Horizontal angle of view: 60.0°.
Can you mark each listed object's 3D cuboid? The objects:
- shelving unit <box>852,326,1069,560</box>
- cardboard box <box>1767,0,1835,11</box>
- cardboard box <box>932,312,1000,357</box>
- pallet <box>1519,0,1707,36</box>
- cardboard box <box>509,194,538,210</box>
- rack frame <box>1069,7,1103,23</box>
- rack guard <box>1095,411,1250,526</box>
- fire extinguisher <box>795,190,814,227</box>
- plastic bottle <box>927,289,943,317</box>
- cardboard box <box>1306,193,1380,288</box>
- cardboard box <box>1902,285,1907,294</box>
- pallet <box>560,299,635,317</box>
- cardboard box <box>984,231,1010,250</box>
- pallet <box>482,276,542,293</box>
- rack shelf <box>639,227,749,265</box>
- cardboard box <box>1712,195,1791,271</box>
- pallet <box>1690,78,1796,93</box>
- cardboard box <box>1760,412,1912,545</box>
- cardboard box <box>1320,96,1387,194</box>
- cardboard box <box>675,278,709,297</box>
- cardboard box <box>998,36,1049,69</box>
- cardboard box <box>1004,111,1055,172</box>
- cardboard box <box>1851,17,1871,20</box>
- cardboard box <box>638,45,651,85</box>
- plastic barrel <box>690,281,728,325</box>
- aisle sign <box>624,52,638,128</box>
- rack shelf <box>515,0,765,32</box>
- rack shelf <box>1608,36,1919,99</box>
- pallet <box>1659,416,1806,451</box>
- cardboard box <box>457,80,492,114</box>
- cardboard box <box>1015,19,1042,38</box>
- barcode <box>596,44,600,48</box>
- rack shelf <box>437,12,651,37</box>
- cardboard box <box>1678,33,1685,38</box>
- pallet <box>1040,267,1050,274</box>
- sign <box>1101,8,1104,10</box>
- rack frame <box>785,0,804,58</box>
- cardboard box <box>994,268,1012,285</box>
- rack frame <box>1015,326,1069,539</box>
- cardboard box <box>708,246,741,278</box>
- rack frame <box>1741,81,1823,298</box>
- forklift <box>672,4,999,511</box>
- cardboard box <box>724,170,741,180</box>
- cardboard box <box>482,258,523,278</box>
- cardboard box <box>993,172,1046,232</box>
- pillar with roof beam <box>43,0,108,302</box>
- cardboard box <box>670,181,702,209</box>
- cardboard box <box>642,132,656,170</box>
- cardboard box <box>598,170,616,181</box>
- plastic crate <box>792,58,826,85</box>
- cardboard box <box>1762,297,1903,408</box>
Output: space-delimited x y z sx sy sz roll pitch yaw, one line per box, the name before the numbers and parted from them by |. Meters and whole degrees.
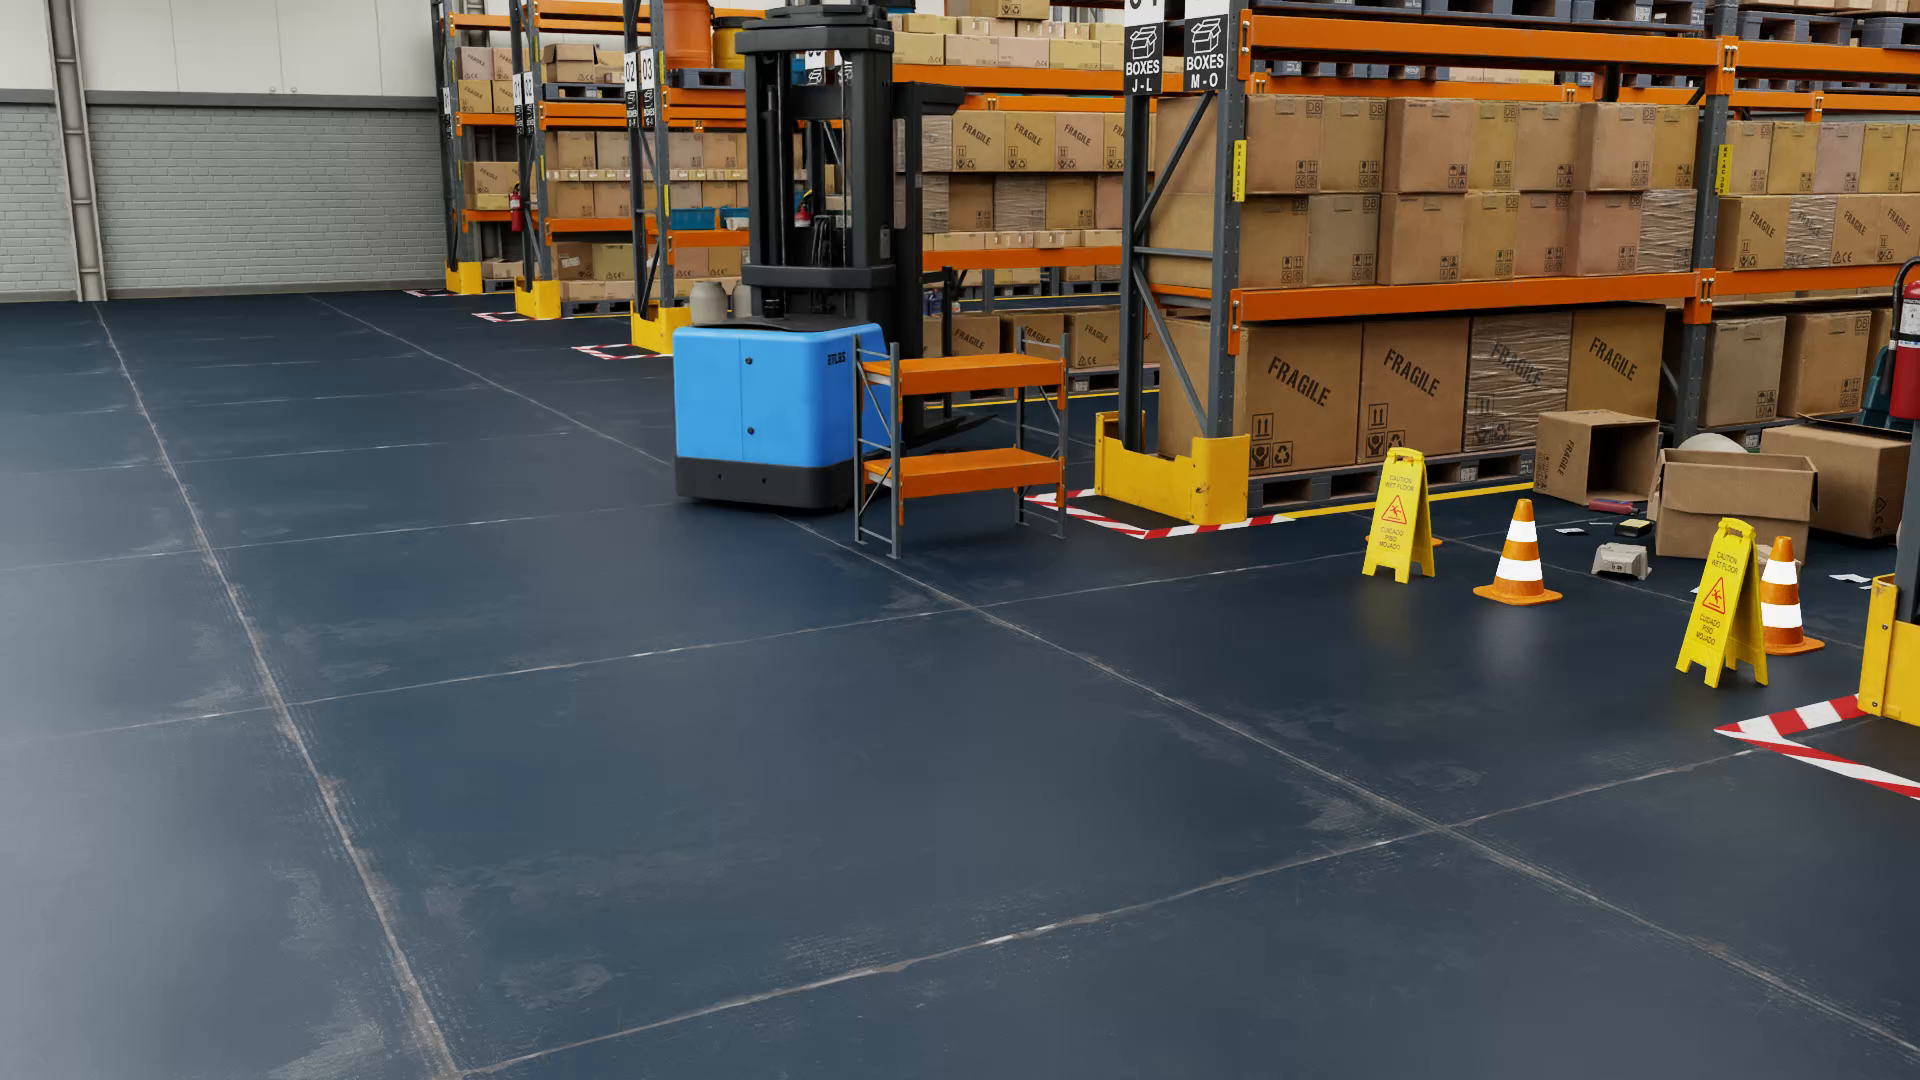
shelving unit | 0.006 -0.549 8.989 1.048 1.125 0.538 -7 14 -28
cardboard box | 5.812 -3.748 11.486 0.380 0.149 0.250 -7 14 -28
cardboard box | 0.048 -1.755 14.812 0.500 0.500 0.500 -3 13 -13
pallet | 4.060 -3.428 10.879 1.213 0.211 1.003 -7 14 -28
cardboard box | -7.107 -5.485 26.948 0.500 0.250 0.500 -7 15 -30
rack frame | 2.397 -9.691 31.673 0.127 3.000 1.000 -7 14 -28
rack guard | 1.251 -0.449 9.966 0.348 0.500 1.175 -7 14 -28
fire extinguisher | -1.337 -2.677 14.347 0.183 0.674 0.296 -7 14 -28
plastic bottle | -0.306 -2.812 19.803 0.185 0.351 0.144 -7 15 -29
cardboard box | 2.048 -1.854 10.174 0.550 0.550 0.875 -7 14 -28
cardboard box | 11.706 -3.311 20.871 0.875 0.875 0.875 -7 14 -28
pallet | -5.108 -3.275 23.181 1.213 0.211 1.003 -7 14 -28
cardboard box | 0.236 -2.600 14.404 0.250 0.149 0.380 -7 14 -28
pallet | -7.340 -4.228 27.413 1.213 0.211 1.003 -7 14 -28
rack shelf | -1.634 -3.452 19.252 4.000 0.370 1.077 -7 14 -28
cardboard box | 5.373 -2.144 11.577 0.500 0.500 0.500 -7 14 -27
pallet | 8.736 -5.164 18.828 1.217 0.209 0.805 -8 15 -30
cardboard box | 4.878 -0.349 9.204 0.503 0.637 0.797 -7 14 -28
cardboard box | 2.055 -2.378 10.044 0.550 0.550 0.875 -7 14 -28
cardboard box | -3.865 -3.582 23.498 0.500 0.250 0.500 -7 14 -28
cardboard box | 0.417 -4.135 14.163 0.500 0.250 0.500 -7 14 -28
cardboard box | 0.478 -3.429 14.330 0.500 0.500 0.500 -7 14 -28
cardboard box | 6.662 -4.046 12.441 0.500 0.311 0.500 -7 15 -29
cardboard box | -4.171 -6.454 22.622 0.500 0.500 0.500 -7 14 -28
plastic barrel | -2.848 -2.667 18.839 0.421 0.512 0.421 0 13 0
aisle sign | -3.595 -4.910 18.174 0.004 0.787 0.394 -7 14 -28
rack shelf | -4.004 -7.138 22.881 4.000 0.370 1.077 -7 14 -28
rack shelf | 6.538 -3.415 12.257 4.000 0.370 1.077 -7 14 -28
pallet | 5.424 -0.827 12.304 1.213 0.211 1.003 -7 14 -28
cardboard box | -7.723 -7.010 26.322 0.500 0.500 0.500 -6 14 -26
cardboard box | 0.494 -4.337 14.150 0.250 0.149 0.380 -8 15 -30
barcode | -6.051 -8.249 27.772 0.075 0.075 0.001 -7 14 -28
rack shelf | -6.381 -8.286 27.078 4.000 0.370 1.077 -7 14 -28
cardboard box | 7.789 -5.417 18.323 0.637 0.503 0.797 -7 14 -29
pallet | 1.755 -5.308 32.213 1.213 0.211 1.003 -7 14 -28
sign | 2.667 -10.082 31.103 0.005 0.325 0.100 -7 14 -28
rack frame | -2.248 -7.895 23.693 0.127 3.000 1.000 -7 14 -28
cardboard box | 0.467 -4.095 25.779 0.500 0.250 0.500 -7 14 -29
rack frame | 0.452 -0.603 9.226 0.032 1.125 0.500 -7 14 -28
cardboard box | -3.432 -4.003 23.661 0.500 0.500 0.500 -7 14 -28
rack frame | 9.517 -3.900 19.607 0.127 3.000 1.000 -7 14 -28
forklift | -0.642 -1.883 10.800 1.130 2.935 3.031 6 14 24
cardboard box | -3.278 -5.157 23.485 0.250 0.149 0.380 -7 14 -28
cardboard box | -7.486 -4.460 27.215 0.500 0.311 0.500 -9 15 -34
cardboard box | 0.321 -3.004 14.720 0.500 0.500 0.875 -7 14 -28
pillar with roof beam | -11.140 -7.208 20.640 0.400 9.000 9.100 -7 14 -28
cardboard box | -3.986 -4.806 23.404 0.500 0.500 0.700 -6 14 -26
cardboard box | -4.396 -5.391 23.047 0.500 0.500 0.700 -7 14 -28
cardboard box | -4.862 -4.966 22.640 0.250 0.149 0.380 -7 14 -28
plastic crate | -1.860 -5.306 19.060 0.575 0.384 0.392 -7 14 -28
cardboard box | 6.950 -1.481 13.024 0.750 0.750 1.050 -7 14 -27
